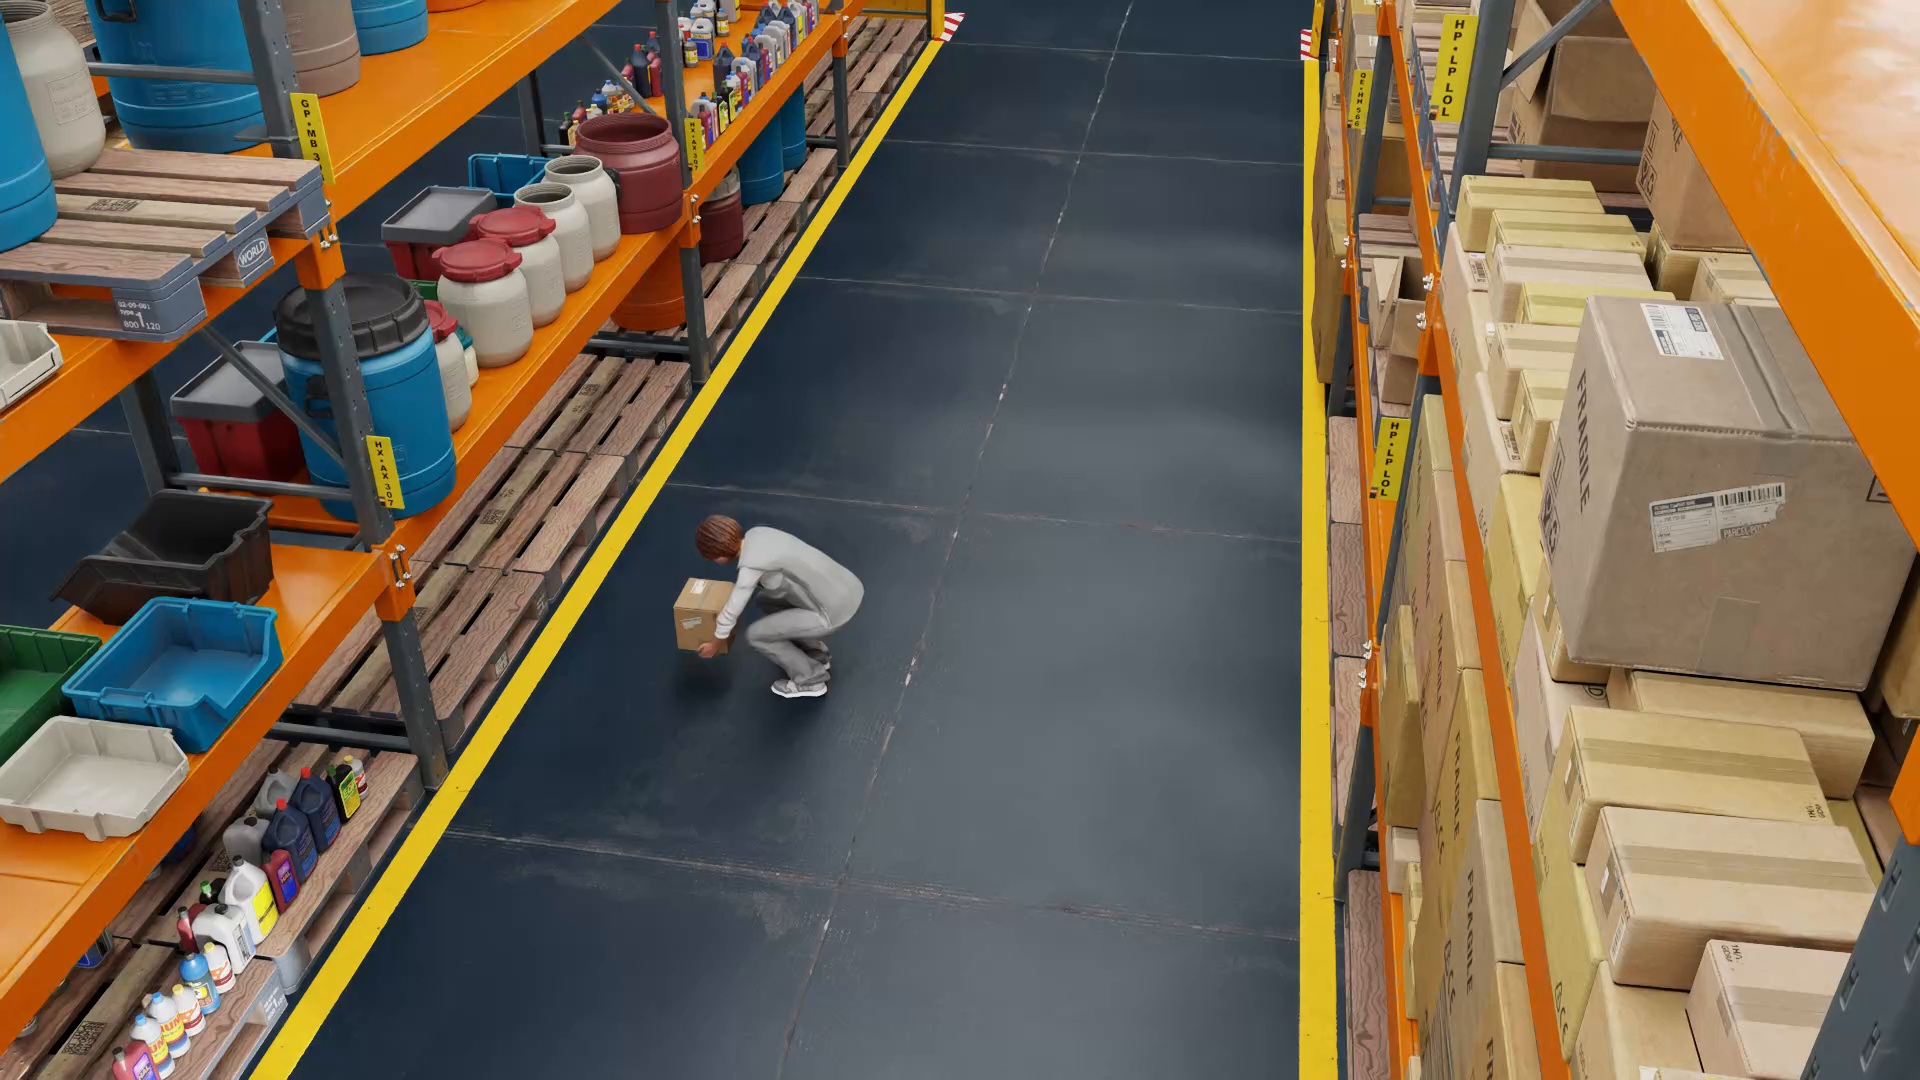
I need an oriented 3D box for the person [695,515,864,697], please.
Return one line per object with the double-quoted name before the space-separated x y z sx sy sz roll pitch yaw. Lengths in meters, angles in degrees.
"person" -0.859 0.304 7.909 0.798 0.918 0.443 5 33 8
